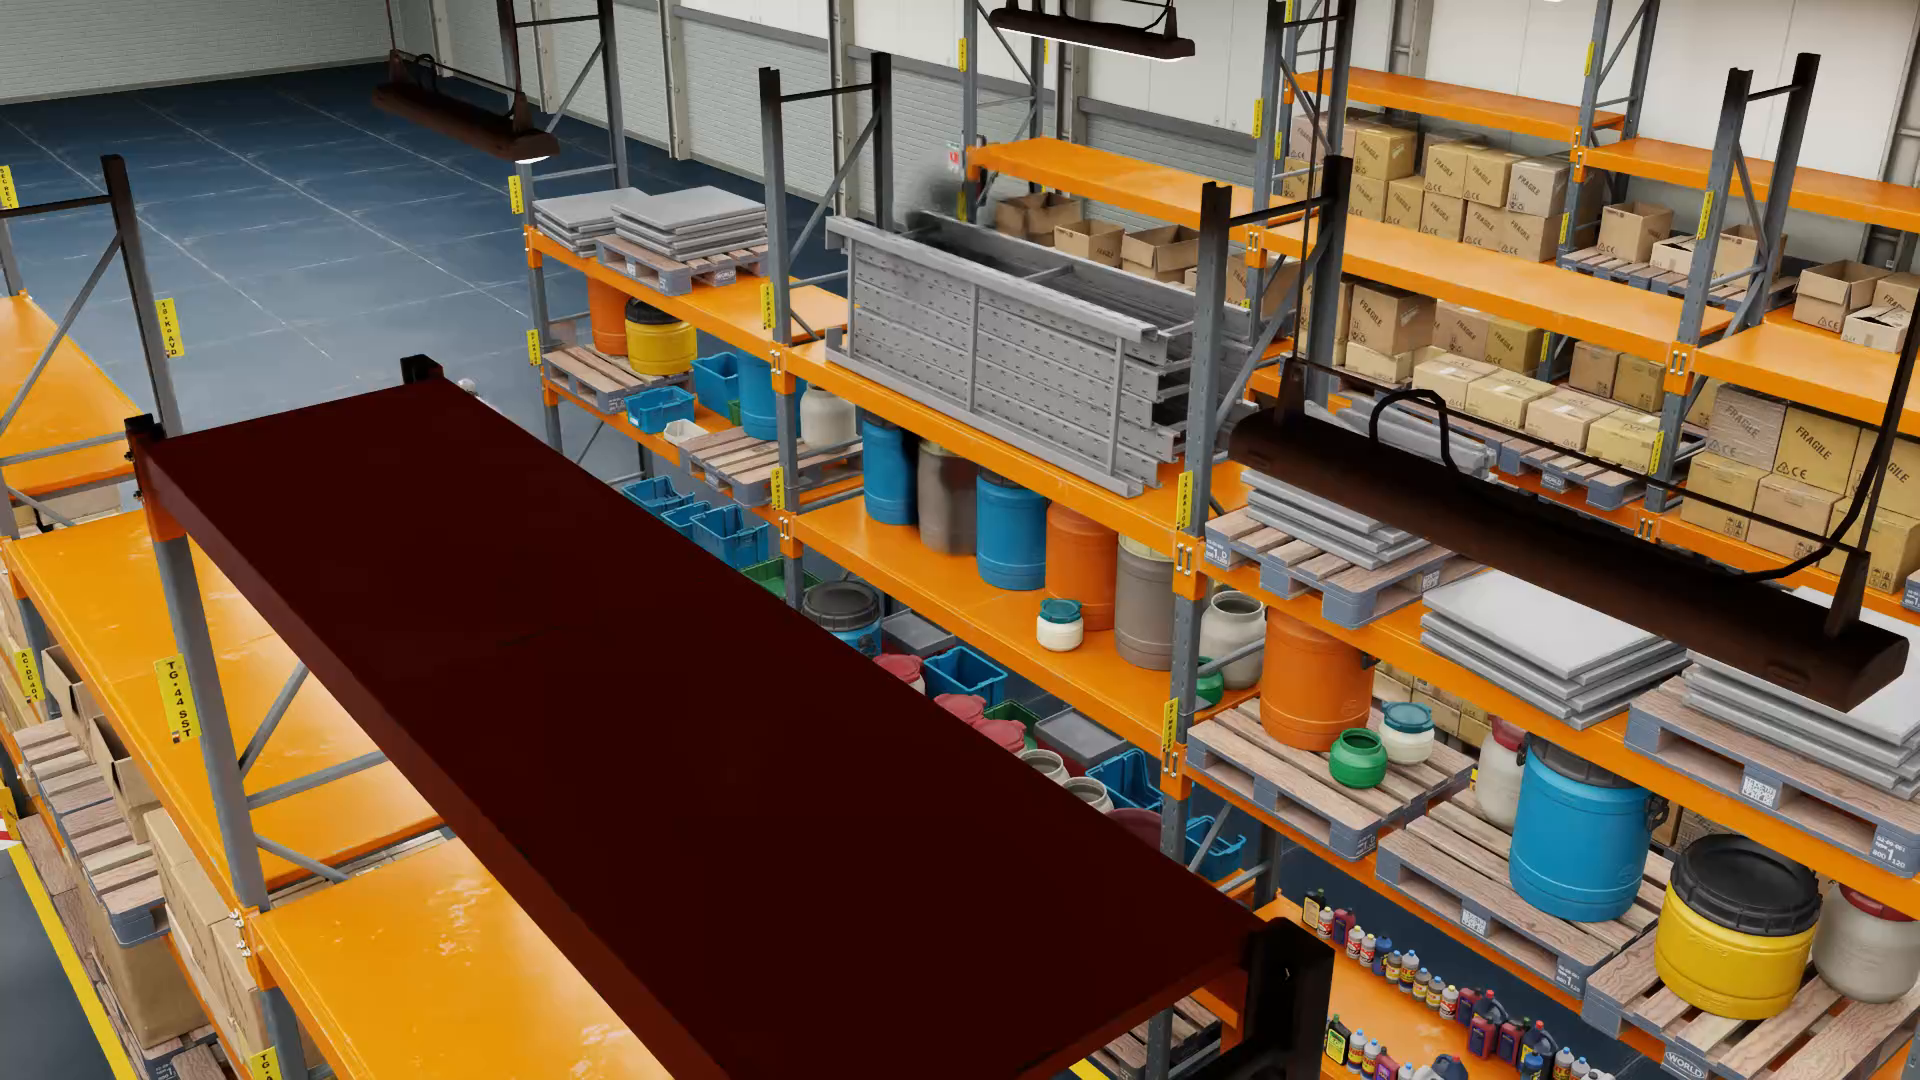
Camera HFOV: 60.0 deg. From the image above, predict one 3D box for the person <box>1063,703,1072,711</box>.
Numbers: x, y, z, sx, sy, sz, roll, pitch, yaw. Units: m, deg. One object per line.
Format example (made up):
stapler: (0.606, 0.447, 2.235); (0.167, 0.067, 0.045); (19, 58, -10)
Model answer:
person: (1.073, 1.326, 13.244); (0.518, 1.469, 0.558); (-19, 32, -33)

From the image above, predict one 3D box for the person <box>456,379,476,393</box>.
person: (-5.368, -1.034, 18.528); (0.668, 1.624, 0.582); (-8, 27, -16)

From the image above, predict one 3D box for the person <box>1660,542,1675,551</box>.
person: (6.189, 0.756, 14.907); (0.831, 1.577, 0.539); (22, 34, 38)
